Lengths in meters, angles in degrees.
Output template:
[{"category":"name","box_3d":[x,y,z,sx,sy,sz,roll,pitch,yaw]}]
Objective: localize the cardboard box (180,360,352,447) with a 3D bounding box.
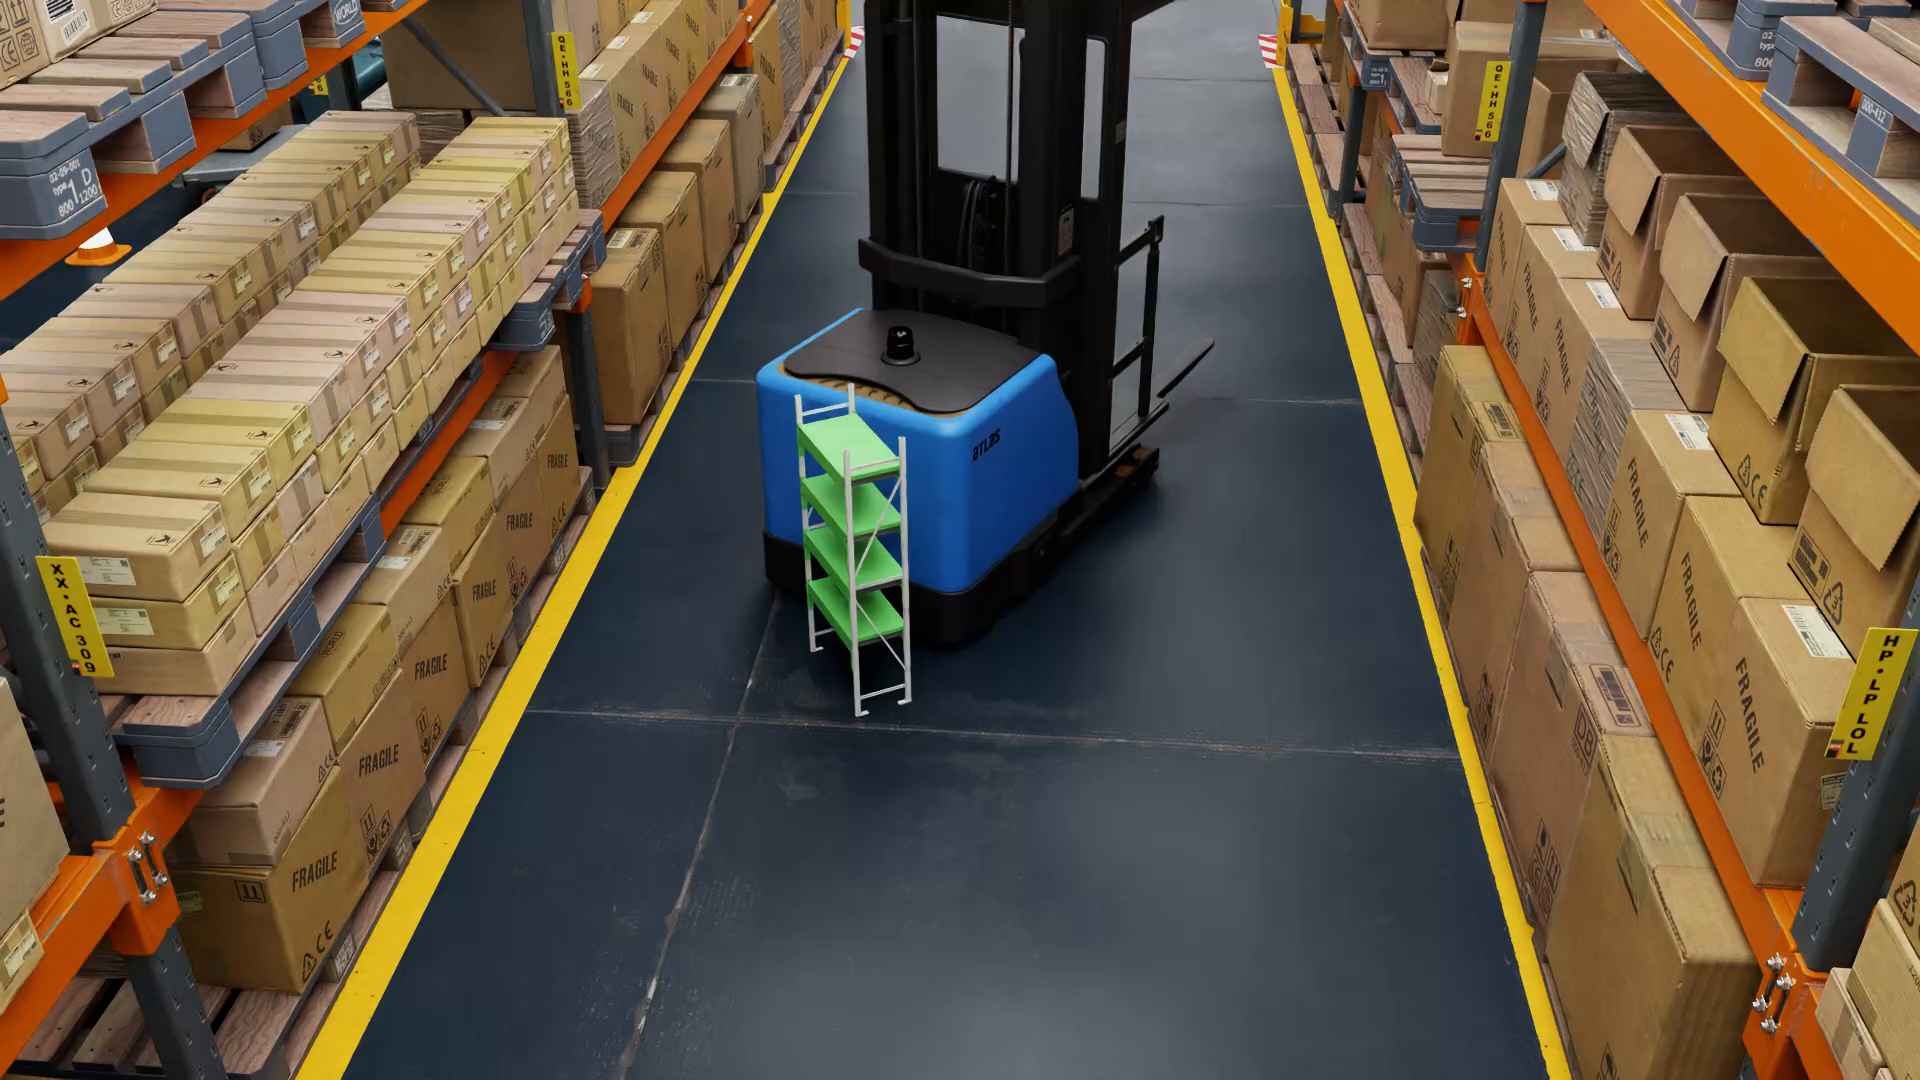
[{"category":"cardboard box","box_3d":[-2.001,-0.396,4.805,0.380,0.149,0.250,2,32,3]}]

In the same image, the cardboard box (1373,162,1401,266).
[{"category":"cardboard box","box_3d":[2.903,-1.947,10.013,0.700,0.500,0.500,2,32,4]}]

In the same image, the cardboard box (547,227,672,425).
[{"category":"cardboard box","box_3d":[-2.089,-1.101,8.421,1.050,0.750,0.750,2,32,3]}]

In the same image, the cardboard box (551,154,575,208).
[{"category":"cardboard box","box_3d":[-1.815,-1.486,6.858,0.380,0.149,0.250,3,32,5]}]

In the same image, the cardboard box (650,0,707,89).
[{"category":"cardboard box","box_3d":[-1.761,-2.887,9.480,0.500,0.500,0.500,3,32,5]}]

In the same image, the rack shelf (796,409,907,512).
[{"category":"rack shelf","box_3d":[-0.415,-0.306,6.310,0.258,0.148,0.480,-14,34,-22]}]

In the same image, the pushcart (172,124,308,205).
[{"category":"pushcart","box_3d":[-4.568,-2.628,11.654,1.648,0.377,0.936,-8,33,-13]}]

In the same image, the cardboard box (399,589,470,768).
[{"category":"cardboard box","box_3d":[-2.159,0.485,6.086,0.500,0.500,0.500,3,32,5]}]

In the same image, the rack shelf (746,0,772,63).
[{"category":"rack shelf","box_3d":[-1.740,-4.396,12.711,1.077,0.370,4.000,2,32,4]}]

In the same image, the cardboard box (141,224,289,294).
[{"category":"cardboard box","box_3d":[-2.565,-0.970,5.736,0.380,0.149,0.250,3,32,5]}]

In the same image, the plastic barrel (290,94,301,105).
[{"category":"plastic barrel","box_3d":[-5.178,-3.666,13.295,0.512,0.421,0.421,27,41,37]}]

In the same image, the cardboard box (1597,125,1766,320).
[{"category":"cardboard box","box_3d":[2.575,-1.048,5.540,0.797,0.503,0.637,3,32,5]}]

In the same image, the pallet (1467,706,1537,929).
[{"category":"pallet","box_3d":[2.465,0.932,6.037,1.003,0.211,1.213,2,32,4]}]

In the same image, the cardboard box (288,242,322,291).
[{"category":"cardboard box","box_3d":[-2.548,-0.976,6.030,0.380,0.149,0.250,3,32,4]}]

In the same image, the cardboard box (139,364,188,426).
[{"category":"cardboard box","box_3d":[-2.635,-0.435,5.153,0.380,0.149,0.250,1,32,1]}]

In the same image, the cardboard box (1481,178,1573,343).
[{"category":"cardboard box","box_3d":[2.396,-1.101,6.581,0.500,0.500,0.500,3,32,5]}]

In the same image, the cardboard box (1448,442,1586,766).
[{"category":"cardboard box","box_3d":[2.549,0.251,6.109,1.225,0.875,0.875,3,32,4]}]

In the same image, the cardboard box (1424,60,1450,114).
[{"category":"cardboard box","box_3d":[2.573,-2.306,8.360,0.396,0.266,0.258,2,32,3]}]

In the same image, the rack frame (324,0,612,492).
[{"category":"rack frame","box_3d":[-2.229,-1.565,7.431,1.000,3.000,0.127,2,32,4]}]

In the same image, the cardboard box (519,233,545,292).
[{"category":"cardboard box","box_3d":[-1.853,-1.095,6.507,0.380,0.149,0.250,3,32,5]}]

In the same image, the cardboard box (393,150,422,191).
[{"category":"cardboard box","box_3d":[-2.468,-1.520,6.912,0.380,0.149,0.250,4,32,6]}]

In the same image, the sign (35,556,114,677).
[{"category":"sign","box_3d":[-2.013,0.177,3.779,0.100,0.325,0.005,2,32,4]}]

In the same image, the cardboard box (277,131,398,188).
[{"category":"cardboard box","box_3d":[-2.479,-1.516,6.624,0.380,0.149,0.250,2,32,3]}]

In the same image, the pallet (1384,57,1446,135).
[{"category":"pallet","box_3d":[2.827,-2.256,8.734,1.003,0.211,1.213,2,32,4]}]

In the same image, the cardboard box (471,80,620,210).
[{"category":"cardboard box","box_3d":[-1.923,-1.831,7.767,0.500,0.500,0.500,3,32,5]}]

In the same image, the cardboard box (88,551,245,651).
[{"category":"cardboard box","box_3d":[-2.064,0.142,4.217,0.380,0.149,0.250,3,32,5]}]

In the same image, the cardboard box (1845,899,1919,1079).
[{"category":"cardboard box","box_3d":[2.082,0.963,3.188,0.500,0.250,0.500,2,32,3]}]

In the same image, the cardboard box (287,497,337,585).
[{"category":"cardboard box","box_3d":[-2.023,-0.008,4.742,0.380,0.149,0.250,3,32,4]}]

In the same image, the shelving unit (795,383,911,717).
[{"category":"shelving unit","box_3d":[-0.414,0.048,6.528,0.258,1.200,0.503,-14,34,-22]}]

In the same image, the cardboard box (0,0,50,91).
[{"category":"cardboard box","box_3d":[-2.414,-1.165,3.427,0.700,0.500,0.500,3,32,4]}]

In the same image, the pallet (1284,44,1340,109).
[{"category":"pallet","box_3d":[3.250,-3.834,13.769,1.003,0.211,1.213,2,32,4]}]

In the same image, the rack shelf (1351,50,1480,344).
[{"category":"rack shelf","box_3d":[2.869,-2.040,8.887,1.077,0.370,4.000,2,32,4]}]

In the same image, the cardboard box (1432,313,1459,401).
[{"category":"cardboard box","box_3d":[2.741,-0.775,8.112,0.700,0.500,0.500,1,32,1]}]

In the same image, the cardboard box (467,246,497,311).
[{"category":"cardboard box","box_3d":[-1.897,-0.948,5.984,0.380,0.149,0.250,2,32,4]}]

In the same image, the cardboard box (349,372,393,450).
[{"category":"cardboard box","box_3d":[-1.984,-0.406,5.106,0.380,0.149,0.250,4,32,6]}]

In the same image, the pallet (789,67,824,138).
[{"category":"pallet","box_3d":[-1.666,-3.504,13.234,1.003,0.211,1.213,2,32,4]}]

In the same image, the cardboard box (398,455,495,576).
[{"category":"cardboard box","box_3d":[-2.110,-0.101,6.322,0.500,0.250,0.500,3,32,5]}]

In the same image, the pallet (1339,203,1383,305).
[{"category":"pallet","box_3d":[2.970,-1.798,10.466,1.003,0.211,1.213,2,32,4]}]

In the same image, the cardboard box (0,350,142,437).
[{"category":"cardboard box","box_3d":[-2.651,-0.430,4.861,0.380,0.149,0.250,2,32,4]}]

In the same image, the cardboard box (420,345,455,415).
[{"category":"cardboard box","box_3d":[-1.939,-0.546,5.617,0.380,0.149,0.250,1,32,2]}]

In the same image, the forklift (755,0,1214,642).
[{"category":"forklift","box_3d":[0.328,-1.562,7.491,1.130,2.935,3.031,17,36,26]}]

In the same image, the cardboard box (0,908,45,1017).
[{"category":"cardboard box","box_3d":[-2.257,0.932,3.618,0.380,0.149,0.250,2,32,3]}]

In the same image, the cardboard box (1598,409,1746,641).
[{"category":"cardboard box","box_3d":[2.230,-0.040,4.860,0.500,0.500,0.500,2,32,3]}]

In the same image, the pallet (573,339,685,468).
[{"category":"pallet","box_3d":[-2.089,-0.787,8.826,1.003,0.211,1.213,2,32,4]}]

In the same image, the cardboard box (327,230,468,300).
[{"category":"cardboard box","box_3d":[-1.919,-0.938,5.686,0.380,0.149,0.250,4,32,6]}]

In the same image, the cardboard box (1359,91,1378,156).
[{"category":"cardboard box","box_3d":[3.144,-3.014,11.764,0.500,0.500,0.500,13,34,19]}]

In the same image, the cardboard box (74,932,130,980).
[{"category":"cardboard box","box_3d":[-2.745,1.014,5.228,0.500,0.500,0.500,2,32,3]}]

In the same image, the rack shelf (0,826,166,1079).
[{"category":"rack shelf","box_3d":[-2.717,1.878,2.529,1.077,0.370,4.000,2,32,4]}]

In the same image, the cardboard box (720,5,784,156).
[{"category":"cardboard box","box_3d":[-1.782,-3.257,11.801,0.875,0.875,0.875,3,32,5]}]

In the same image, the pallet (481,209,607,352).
[{"category":"pallet","box_3d":[-2.180,-1.106,6.869,1.213,0.211,1.003,2,32,4]}]

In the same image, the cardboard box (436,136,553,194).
[{"category":"cardboard box","box_3d":[-1.834,-1.483,6.570,0.380,0.149,0.250,2,32,3]}]

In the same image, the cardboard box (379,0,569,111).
[{"category":"cardboard box","box_3d":[-2.182,-2.268,7.522,0.700,0.500,0.500,2,32,4]}]
